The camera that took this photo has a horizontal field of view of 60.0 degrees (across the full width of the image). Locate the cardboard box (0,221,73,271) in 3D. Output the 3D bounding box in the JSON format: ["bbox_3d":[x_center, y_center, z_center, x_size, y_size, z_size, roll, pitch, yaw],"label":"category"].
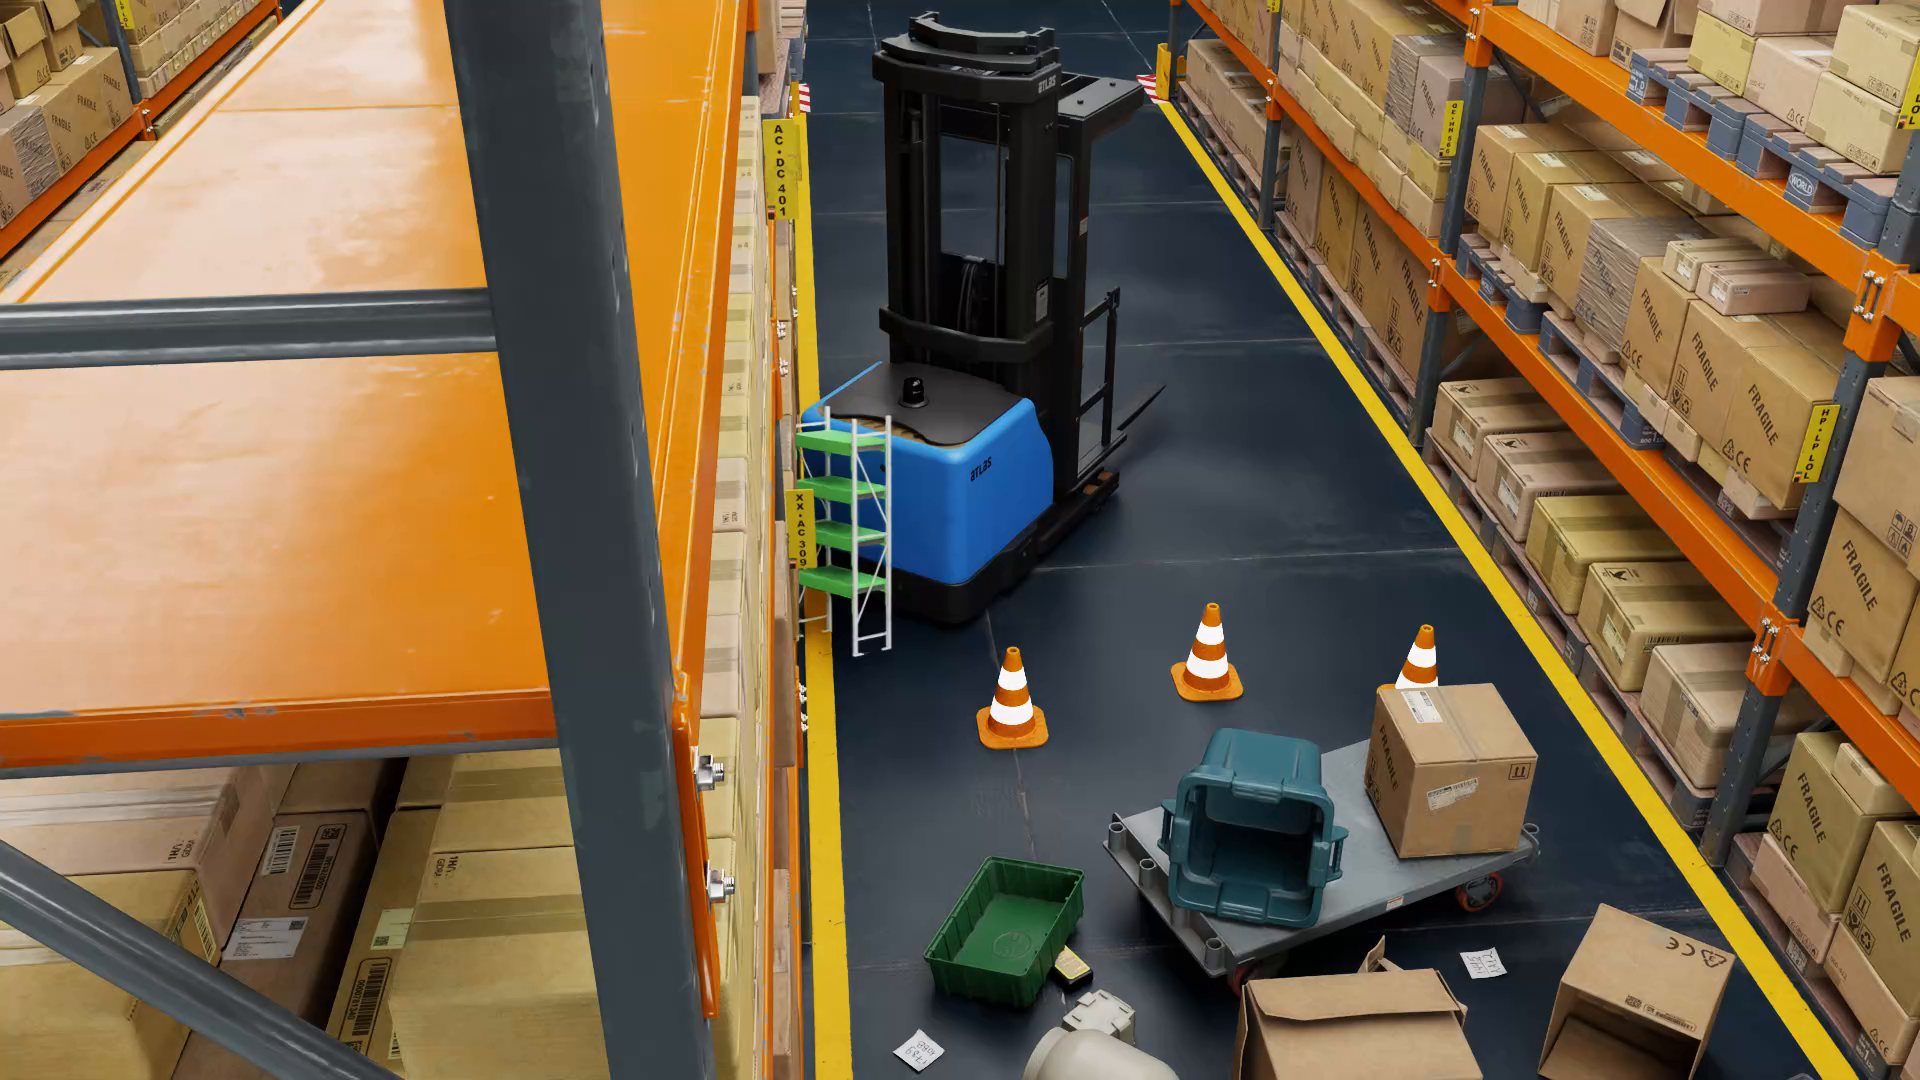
[{"bbox_3d":[-6.562,-1.538,11.063,1.225,0.875,0.875,-3,31,-4],"label":"cardboard box"}]

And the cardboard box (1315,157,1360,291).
[{"bbox_3d":[3.280,-2.473,12.627,0.875,0.875,0.875,-2,31,-3],"label":"cardboard box"}]

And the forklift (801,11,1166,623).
[{"bbox_3d":[0.319,-1.536,9.464,1.130,2.935,3.031,17,35,26],"label":"forklift"}]

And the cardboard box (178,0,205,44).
[{"bbox_3d":[-6.695,-4.337,13.943,0.500,0.250,0.500,-2,31,-3],"label":"cardboard box"}]

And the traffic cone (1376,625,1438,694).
[{"bbox_3d":[2.288,0.630,8.245,0.336,0.463,0.334,-3,31,-5],"label":"traffic cone"}]

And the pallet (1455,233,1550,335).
[{"bbox_3d":[3.596,-1.495,9.515,1.213,0.211,1.003,-3,31,-5],"label":"pallet"}]

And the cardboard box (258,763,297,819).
[{"bbox_3d":[-1.163,0.278,2.395,0.380,0.149,0.250,-2,31,-4],"label":"cardboard box"}]

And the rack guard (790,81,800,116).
[{"bbox_3d":[-2.236,-4.619,16.997,1.175,0.500,0.348,-3,31,-5],"label":"rack guard"}]

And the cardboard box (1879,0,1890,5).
[{"bbox_3d":[7.814,-4.183,13.322,0.700,0.500,0.500,-2,31,-3],"label":"cardboard box"}]

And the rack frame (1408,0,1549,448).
[{"bbox_3d":[3.424,-1.936,10.066,1.000,3.000,0.127,-3,31,-5],"label":"rack frame"}]

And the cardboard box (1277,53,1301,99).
[{"bbox_3d":[2.828,-3.676,13.126,0.500,0.250,0.500,-3,31,-6],"label":"cardboard box"}]

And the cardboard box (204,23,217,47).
[{"bbox_3d":[-6.660,-4.358,14.367,0.380,0.149,0.250,-4,31,-6],"label":"cardboard box"}]

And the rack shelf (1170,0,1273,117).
[{"bbox_3d":[2.863,-4.690,15.379,1.077,0.370,4.000,-3,31,-5],"label":"rack shelf"}]

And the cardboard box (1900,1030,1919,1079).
[{"bbox_3d":[3.697,1.963,5.810,0.500,0.250,0.500,-3,31,-5],"label":"cardboard box"}]

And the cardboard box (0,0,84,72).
[{"bbox_3d":[-6.749,-3.651,11.862,0.797,0.503,0.637,-4,31,-6],"label":"cardboard box"}]

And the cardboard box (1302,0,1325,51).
[{"bbox_3d":[2.880,-3.953,12.371,0.500,0.500,0.500,-3,31,-5],"label":"cardboard box"}]

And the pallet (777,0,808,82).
[{"bbox_3d":[-1.382,-2.528,8.316,1.213,0.211,1.003,-1,31,-2],"label":"pallet"}]

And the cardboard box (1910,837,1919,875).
[{"bbox_3d":[3.586,1.149,5.809,0.380,0.149,0.250,-2,31,-3],"label":"cardboard box"}]

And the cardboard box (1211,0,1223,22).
[{"bbox_3d":[2.603,-5.032,15.152,0.500,0.500,0.500,-2,31,-3],"label":"cardboard box"}]

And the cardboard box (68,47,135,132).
[{"bbox_3d":[-6.501,-3.320,12.287,0.500,0.500,0.500,-3,31,-4],"label":"cardboard box"}]

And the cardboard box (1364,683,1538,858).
[{"bbox_3d":[2.028,0.955,6.926,0.500,0.500,0.500,-3,31,-5],"label":"cardboard box"}]

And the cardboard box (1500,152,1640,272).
[{"bbox_3d":[3.291,-1.780,9.008,0.500,0.500,0.500,-1,31,-2],"label":"cardboard box"}]

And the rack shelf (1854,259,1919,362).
[{"bbox_3d":[3.984,0.149,4.353,1.077,0.370,4.000,-3,31,-5],"label":"rack shelf"}]

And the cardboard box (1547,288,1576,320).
[{"bbox_3d":[3.347,-1.285,8.812,0.380,0.149,0.250,-1,31,-2],"label":"cardboard box"}]

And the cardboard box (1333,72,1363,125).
[{"bbox_3d":[2.957,-3.108,11.688,0.500,0.250,0.500,-4,31,-6],"label":"cardboard box"}]

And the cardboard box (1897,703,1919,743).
[{"bbox_3d":[3.638,0.651,5.980,0.380,0.149,0.250,-3,31,-5],"label":"cardboard box"}]

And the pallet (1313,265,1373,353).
[{"bbox_3d":[3.314,-1.766,12.502,1.003,0.211,1.213,-3,31,-5],"label":"pallet"}]

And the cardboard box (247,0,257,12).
[{"bbox_3d":[-6.781,-5.010,15.458,0.380,0.149,0.250,-3,31,-4],"label":"cardboard box"}]

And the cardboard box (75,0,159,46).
[{"bbox_3d":[-6.607,-4.145,12.890,0.500,0.500,0.500,-3,31,-5],"label":"cardboard box"}]

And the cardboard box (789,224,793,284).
[{"bbox_3d":[-1.399,-1.952,11.390,0.500,0.250,0.500,-3,31,-4],"label":"cardboard box"}]

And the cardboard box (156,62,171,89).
[{"bbox_3d":[-6.538,-3.696,13.259,0.380,0.149,0.250,-4,31,-6],"label":"cardboard box"}]

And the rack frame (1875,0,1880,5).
[{"bbox_3d":[7.992,-4.218,13.887,1.000,3.000,0.127,-3,31,-5],"label":"rack frame"}]

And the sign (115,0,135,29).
[{"bbox_3d":[-6.277,-3.997,12.466,0.100,0.325,0.005,-3,31,-5],"label":"sign"}]

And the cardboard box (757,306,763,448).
[{"bbox_3d":[-0.728,-0.427,3.963,0.500,0.250,0.500,-3,31,-5],"label":"cardboard box"}]

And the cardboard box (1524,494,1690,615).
[{"bbox_3d":[3.609,0.065,8.870,0.950,0.372,0.625,-2,31,-3],"label":"cardboard box"}]

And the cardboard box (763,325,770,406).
[{"bbox_3d":[-0.696,-0.446,4.385,0.380,0.149,0.250,-3,31,-4],"label":"cardboard box"}]

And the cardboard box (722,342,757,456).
[{"bbox_3d":[-0.604,-0.273,3.318,0.380,0.149,0.250,-2,31,-4],"label":"cardboard box"}]

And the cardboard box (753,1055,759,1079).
[{"bbox_3d":[-0.461,0.844,2.225,0.380,0.149,0.250,-3,31,-4],"label":"cardboard box"}]

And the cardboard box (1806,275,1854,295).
[{"bbox_3d":[3.959,-1.006,7.713,0.500,0.500,0.500,-3,31,-5],"label":"cardboard box"}]

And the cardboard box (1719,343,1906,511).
[{"bbox_3d":[3.526,-0.469,6.814,0.500,0.500,0.500,-3,31,-6],"label":"cardboard box"}]

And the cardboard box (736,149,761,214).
[{"bbox_3d":[-0.724,-0.922,4.403,0.380,0.149,0.250,-3,31,-5],"label":"cardboard box"}]

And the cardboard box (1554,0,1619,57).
[{"bbox_3d":[3.502,-2.782,8.460,0.700,0.500,0.500,-3,31,-5],"label":"cardboard box"}]

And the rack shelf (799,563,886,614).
[{"bbox_3d":[-0.610,0.245,8.569,0.258,0.148,0.480,-10,15,-42],"label":"rack shelf"}]

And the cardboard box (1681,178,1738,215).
[{"bbox_3d":[3.857,-1.743,8.314,0.380,0.149,0.250,-4,31,-7],"label":"cardboard box"}]

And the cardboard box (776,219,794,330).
[{"bbox_3d":[-1.186,-1.473,9.194,0.500,0.500,0.500,-3,31,-5],"label":"cardboard box"}]

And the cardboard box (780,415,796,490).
[{"bbox_3d":[-0.951,-0.187,7.041,0.500,0.500,0.500,-3,31,-4],"label":"cardboard box"}]

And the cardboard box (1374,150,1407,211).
[{"bbox_3d":[3.055,-2.377,10.952,0.500,0.250,0.500,-2,31,-4],"label":"cardboard box"}]

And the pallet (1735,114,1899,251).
[{"bbox_3d":[3.846,-1.421,6.462,1.213,0.211,1.003,-3,31,-5],"label":"pallet"}]

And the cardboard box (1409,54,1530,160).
[{"bbox_3d":[3.115,-2.659,10.205,0.500,0.500,0.500,-4,31,-6],"label":"cardboard box"}]

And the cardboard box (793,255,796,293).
[{"bbox_3d":[-1.501,-2.169,12.484,0.500,0.500,0.500,-3,31,-6],"label":"cardboard box"}]

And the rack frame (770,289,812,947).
[{"bbox_3d":[-1.121,0.395,6.164,1.000,3.000,0.127,-3,31,-5],"label":"rack frame"}]

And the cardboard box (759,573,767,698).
[{"bbox_3d":[-0.578,0.200,3.304,0.380,0.149,0.250,-3,31,-5],"label":"cardboard box"}]

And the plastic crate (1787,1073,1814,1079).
[{"bbox_3d":[3.128,2.201,5.988,0.402,0.080,0.583,-14,33,-22],"label":"plastic crate"}]

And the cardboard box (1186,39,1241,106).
[{"bbox_3d":[2.838,-4.768,16.897,0.875,0.438,0.875,-4,31,-6],"label":"cardboard box"}]

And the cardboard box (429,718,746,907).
[{"bbox_3d":[-0.484,0.378,2.227,0.380,0.149,0.250,-3,31,-4],"label":"cardboard box"}]

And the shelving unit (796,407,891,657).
[{"bbox_3d":[-0.608,-0.053,8.509,0.258,1.200,0.503,-10,15,-42],"label":"shelving unit"}]

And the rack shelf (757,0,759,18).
[{"bbox_3d":[-1.308,-2.721,6.622,1.077,0.370,4.000,-3,31,-5],"label":"rack shelf"}]

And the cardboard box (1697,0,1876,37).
[{"bbox_3d":[3.499,-2.322,7.036,0.500,0.250,0.500,-2,31,-4],"label":"cardboard box"}]

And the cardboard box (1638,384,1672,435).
[{"bbox_3d":[3.380,-0.611,7.683,0.380,0.149,0.250,-3,31,-4],"label":"cardboard box"}]
